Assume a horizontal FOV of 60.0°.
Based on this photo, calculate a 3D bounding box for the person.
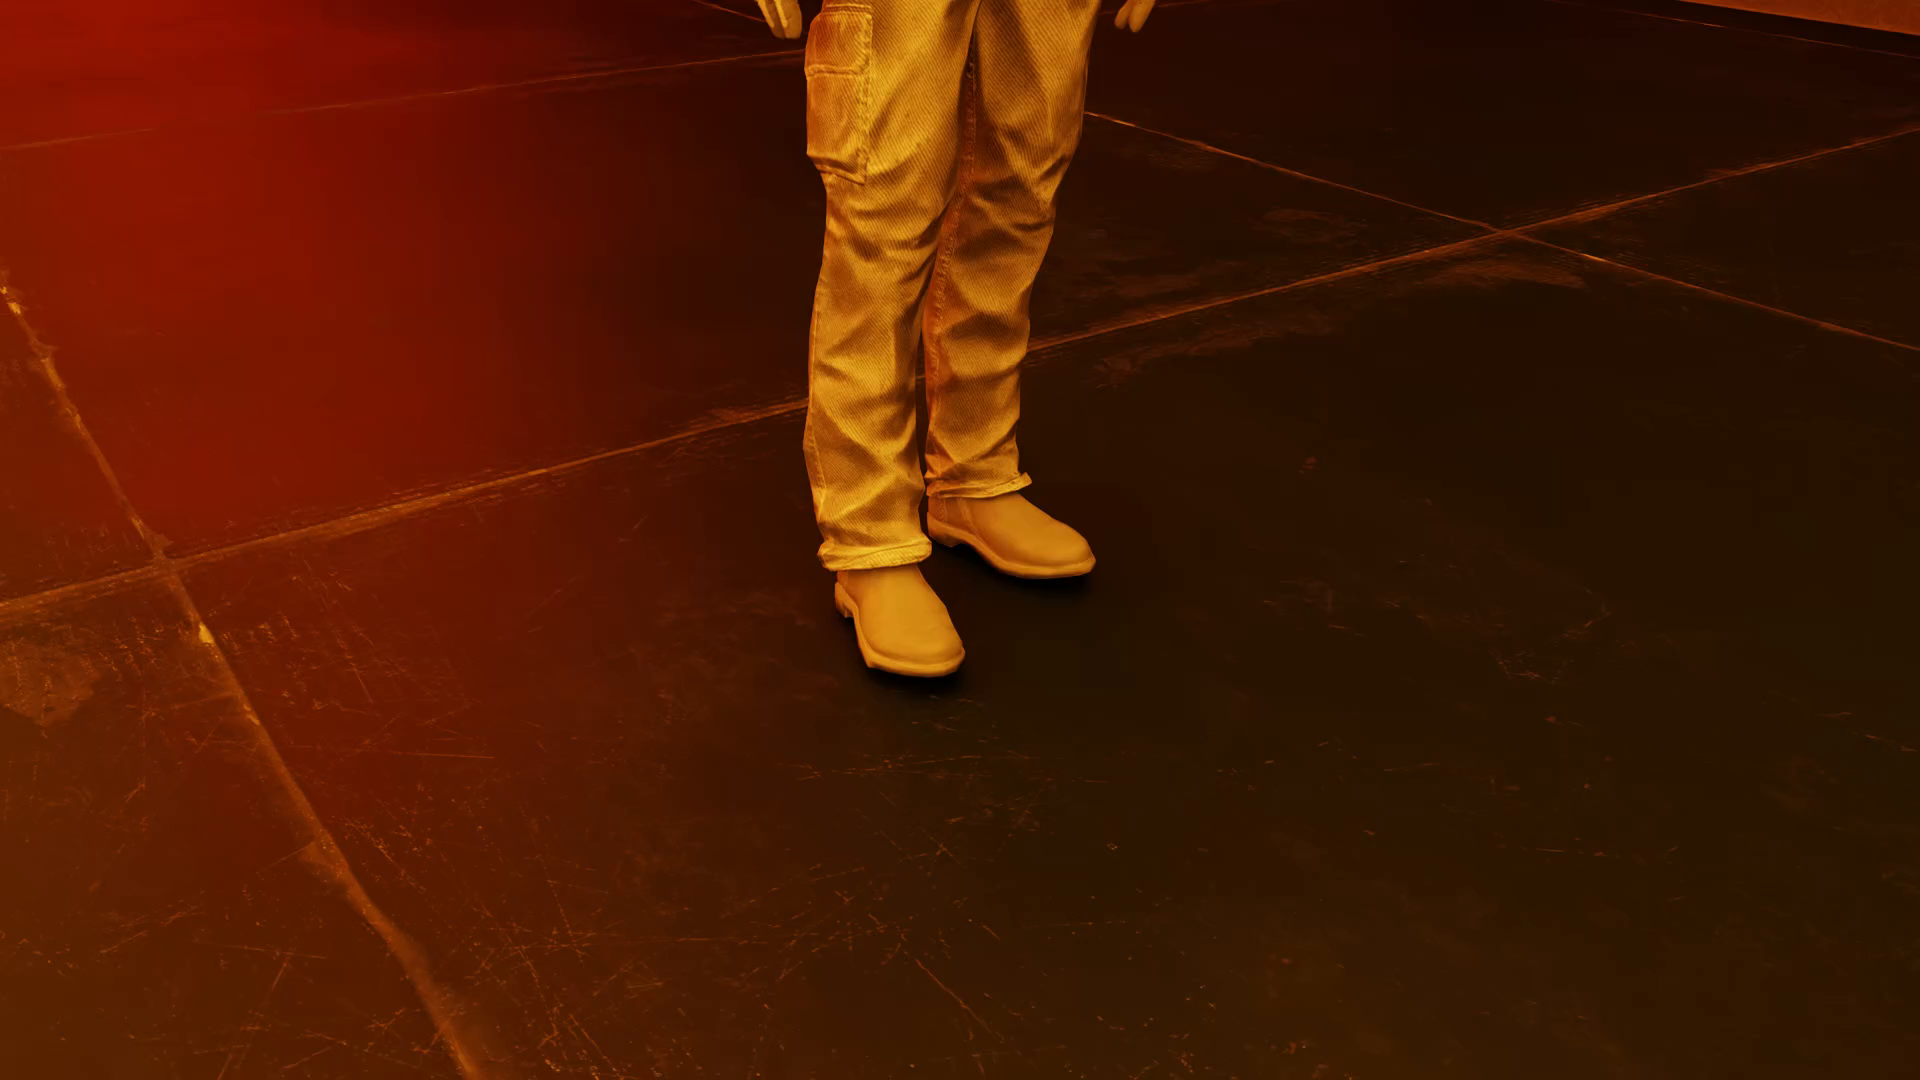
[{"bbox_3d":[0.034,-0.775,2.039,0.657,1.785,0.575,-17,31,-31],"label":"person"}]
